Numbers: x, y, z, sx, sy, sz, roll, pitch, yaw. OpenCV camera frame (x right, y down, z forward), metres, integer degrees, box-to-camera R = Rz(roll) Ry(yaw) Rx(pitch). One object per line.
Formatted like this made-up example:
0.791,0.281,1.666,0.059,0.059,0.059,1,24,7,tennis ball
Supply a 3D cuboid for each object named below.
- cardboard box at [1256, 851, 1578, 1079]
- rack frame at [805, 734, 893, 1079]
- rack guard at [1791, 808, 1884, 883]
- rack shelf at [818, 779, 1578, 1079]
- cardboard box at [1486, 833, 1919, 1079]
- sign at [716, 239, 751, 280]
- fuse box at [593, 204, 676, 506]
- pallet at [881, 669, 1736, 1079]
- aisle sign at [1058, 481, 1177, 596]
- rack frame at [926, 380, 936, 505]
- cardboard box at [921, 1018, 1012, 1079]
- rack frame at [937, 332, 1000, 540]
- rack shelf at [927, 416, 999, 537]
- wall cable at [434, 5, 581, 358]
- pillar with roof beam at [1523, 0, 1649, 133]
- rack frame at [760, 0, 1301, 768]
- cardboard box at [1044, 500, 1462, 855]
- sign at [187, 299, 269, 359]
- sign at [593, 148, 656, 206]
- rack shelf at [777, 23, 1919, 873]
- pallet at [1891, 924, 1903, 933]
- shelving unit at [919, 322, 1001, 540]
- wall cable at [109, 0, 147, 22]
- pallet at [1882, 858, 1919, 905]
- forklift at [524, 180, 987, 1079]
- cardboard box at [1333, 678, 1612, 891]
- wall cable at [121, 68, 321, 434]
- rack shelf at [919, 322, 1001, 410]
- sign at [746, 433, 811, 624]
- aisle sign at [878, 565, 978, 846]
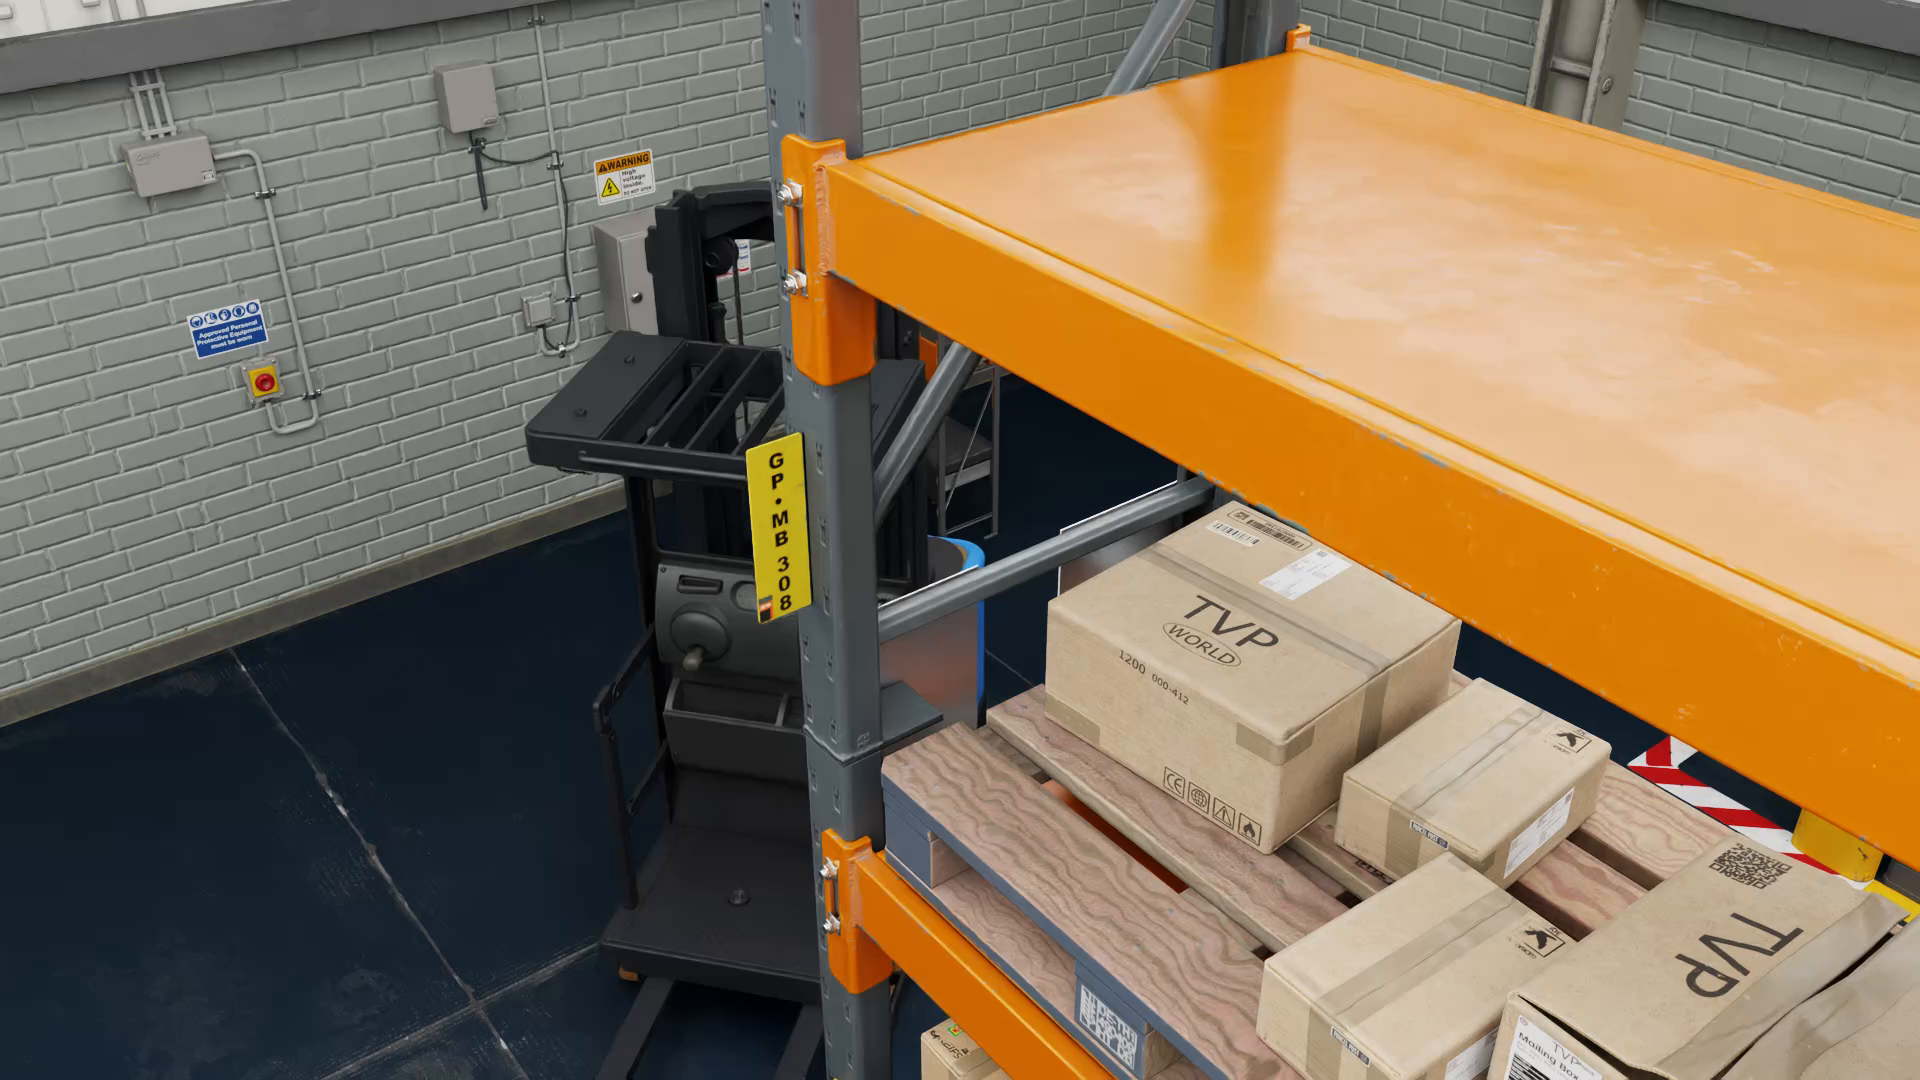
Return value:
0.636,0.626,2.301,0.380,0.149,0.250,-21,37,-30,cardboard box
0.151,1.486,4.014,1.000,3.000,0.127,-22,38,-31,rack frame
4.116,0.973,7.210,1.175,0.500,0.348,-22,38,-31,rack guard
1.377,1.351,2.070,1.077,0.370,4.000,-22,38,-31,rack shelf
1.029,0.669,2.078,0.500,0.311,0.500,-22,38,-31,cardboard box
-1.313,-1.681,9.203,0.329,0.494,0.001,-22,38,-31,sign
-1.577,-0.928,9.122,0.539,1.711,0.414,-22,38,-31,fuse box
0.614,0.556,2.753,1.003,0.211,1.213,-22,38,-31,pallet
0.352,0.252,3.538,0.394,0.787,0.004,-22,38,-31,aisle sign
-0.251,-1.063,8.971,0.400,2.100,0.015,-22,38,-31,rack frame
0.150,0.981,3.170,0.380,0.149,0.250,-21,38,-30,cardboard box
0.048,-0.859,8.643,0.400,2.100,0.015,-22,38,-31,rack frame
-0.101,-0.355,9.184,0.431,0.518,0.480,-22,38,-31,rack shelf
-2.212,-1.751,8.264,0.588,1.984,0.122,-22,38,-31,wall cable
-0.273,-2.692,5.055,9.100,9.000,0.400,-22,38,-31,pillar with roof beam
0.151,-1.062,2.431,1.000,3.000,0.127,-22,38,-31,rack frame
0.498,0.213,2.870,0.500,0.250,0.500,-26,40,-36,cardboard box
-3.401,-0.981,7.730,0.327,0.218,0.001,-22,38,-31,sign
-1.747,-1.894,8.674,0.339,0.242,0.001,-22,38,-31,sign
1.377,0.247,1.384,1.077,0.370,4.000,-22,38,-31,rack shelf
1.366,1.064,1.934,1.003,0.211,1.213,-22,38,-31,pallet
-0.101,-0.961,8.807,0.431,2.100,0.503,-22,38,-31,shelving unit
-3.560,-3.342,6.101,0.463,3.000,0.029,-22,38,-31,wall cable
4.606,1.427,6.752,1.003,0.211,1.213,-22,38,-31,pallet
-0.709,0.373,5.872,1.130,2.935,3.031,7,33,11,forklift
0.818,0.405,2.657,0.380,0.149,0.250,-26,40,-35,cardboard box
-3.325,-1.301,7.509,0.585,1.953,0.123,-22,38,-31,wall cable
-0.101,-0.949,8.814,0.431,0.518,0.480,-22,38,-31,rack shelf
-0.291,-0.016,2.686,0.100,0.325,0.005,-22,38,-31,sign
-0.122,0.446,3.225,0.394,0.787,0.004,-22,38,-31,aisle sign
